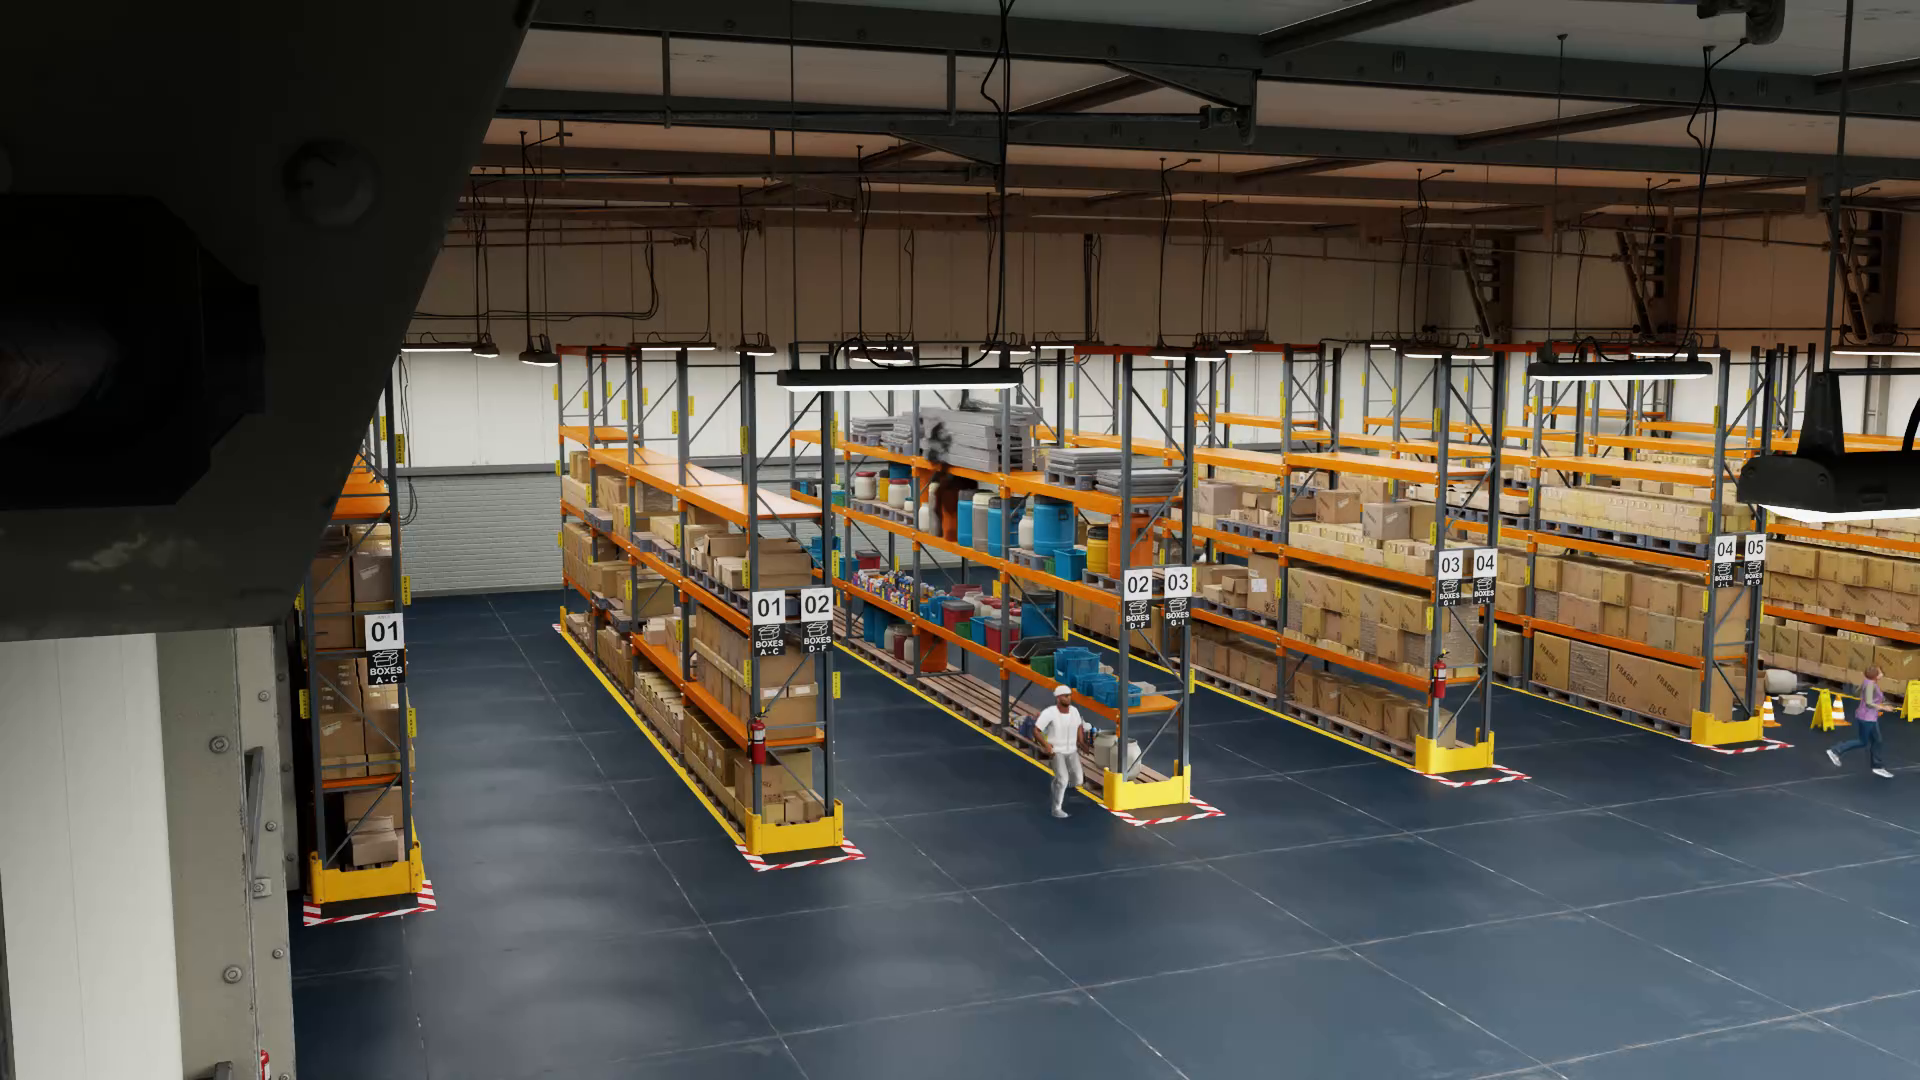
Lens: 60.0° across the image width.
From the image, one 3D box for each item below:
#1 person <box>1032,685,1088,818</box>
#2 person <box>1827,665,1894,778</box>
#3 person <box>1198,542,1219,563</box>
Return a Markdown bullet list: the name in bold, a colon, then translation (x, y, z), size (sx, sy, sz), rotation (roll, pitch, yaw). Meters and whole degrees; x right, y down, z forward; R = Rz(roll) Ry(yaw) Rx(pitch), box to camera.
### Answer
- **person**: translation (1.316, 2.745, 21.704), size (0.756, 1.718, 0.561), rotation (-5, 9, -32)
- **person**: translation (12.839, 2.554, 23.643), size (0.860, 1.598, 0.549), rotation (4, 8, 28)
- **person**: translation (5.515, 0.846, 36.720), size (0.636, 1.657, 0.542), rotation (-3, 8, -20)
